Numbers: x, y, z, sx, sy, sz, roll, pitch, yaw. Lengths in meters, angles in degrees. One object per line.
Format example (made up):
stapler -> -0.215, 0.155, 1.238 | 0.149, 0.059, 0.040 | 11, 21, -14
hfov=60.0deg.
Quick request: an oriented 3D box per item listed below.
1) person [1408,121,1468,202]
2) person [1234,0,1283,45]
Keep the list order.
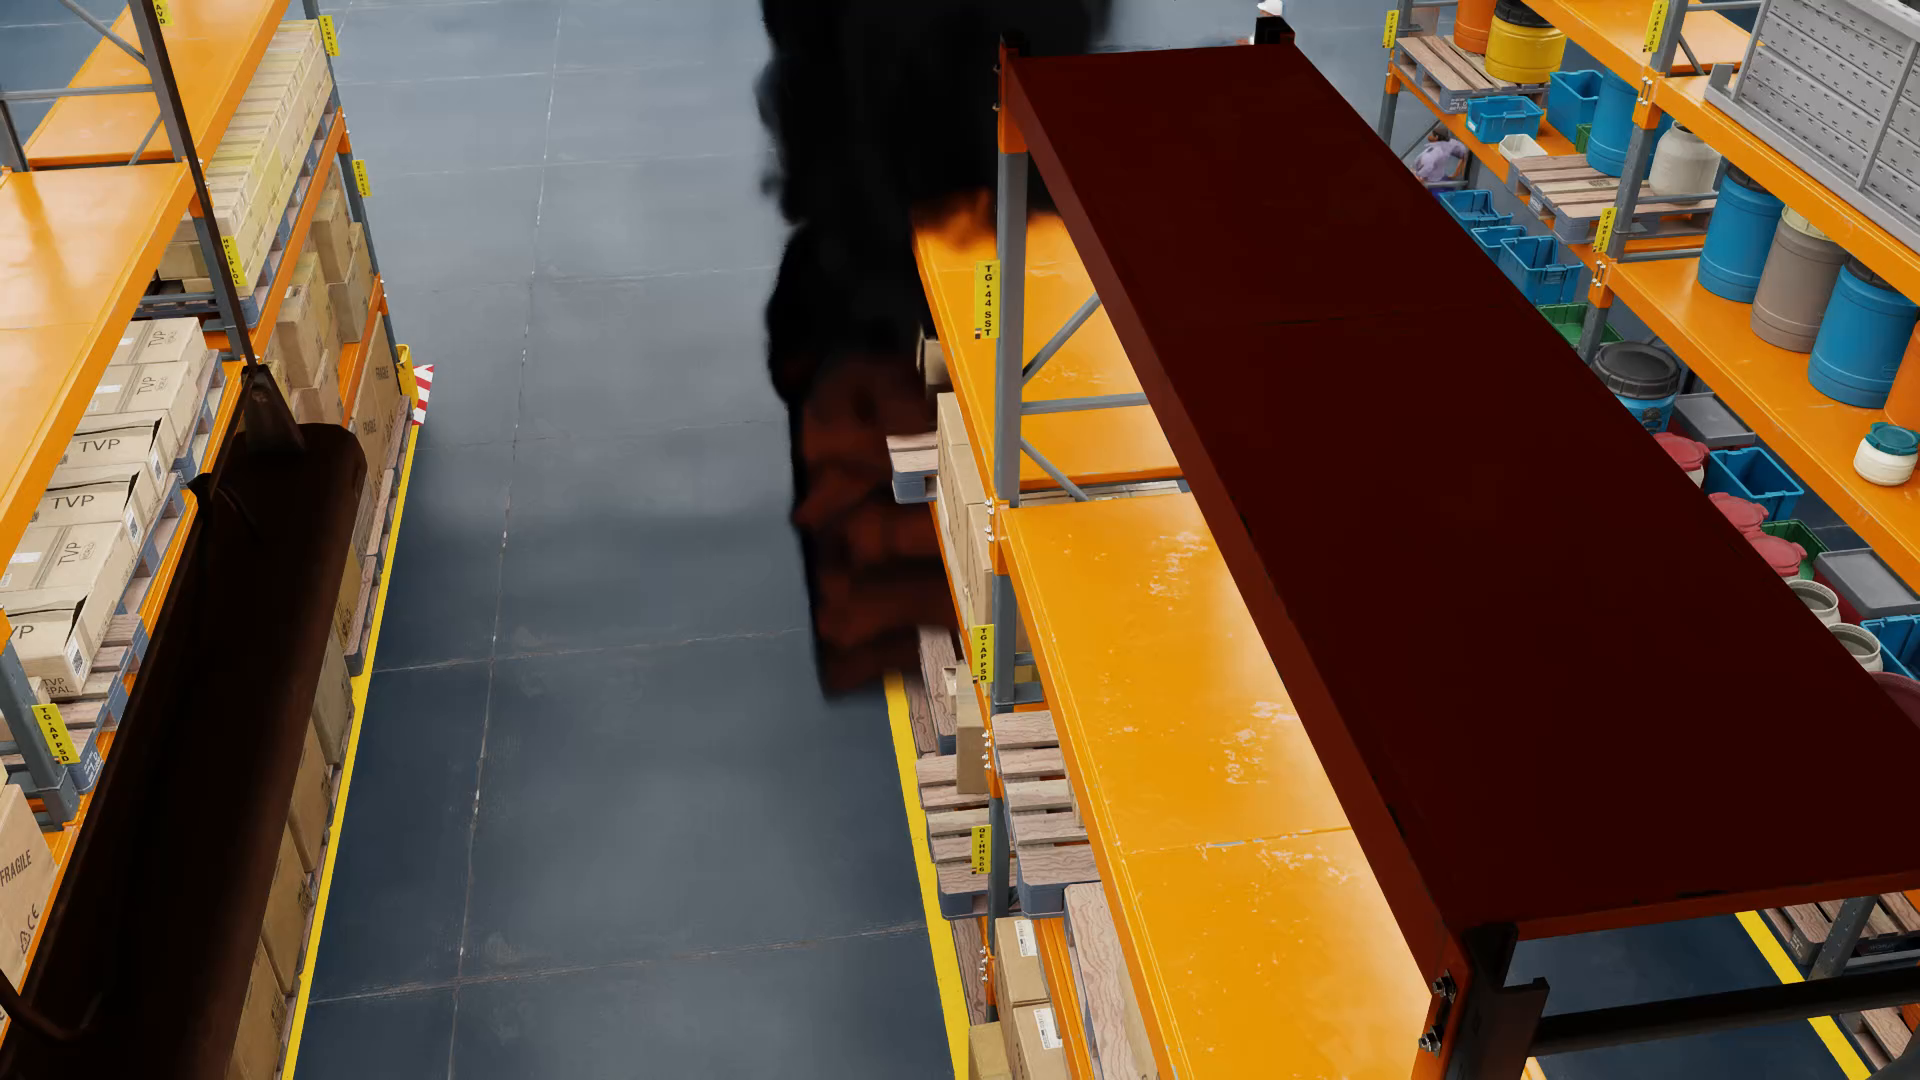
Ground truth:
person -> 4.759, -3.485, 16.823 | 0.687, 1.624, 0.613 | 24, 42, 29
person -> 3.493, -5.392, 19.255 | 0.952, 1.772, 0.650 | 9, 37, 13
